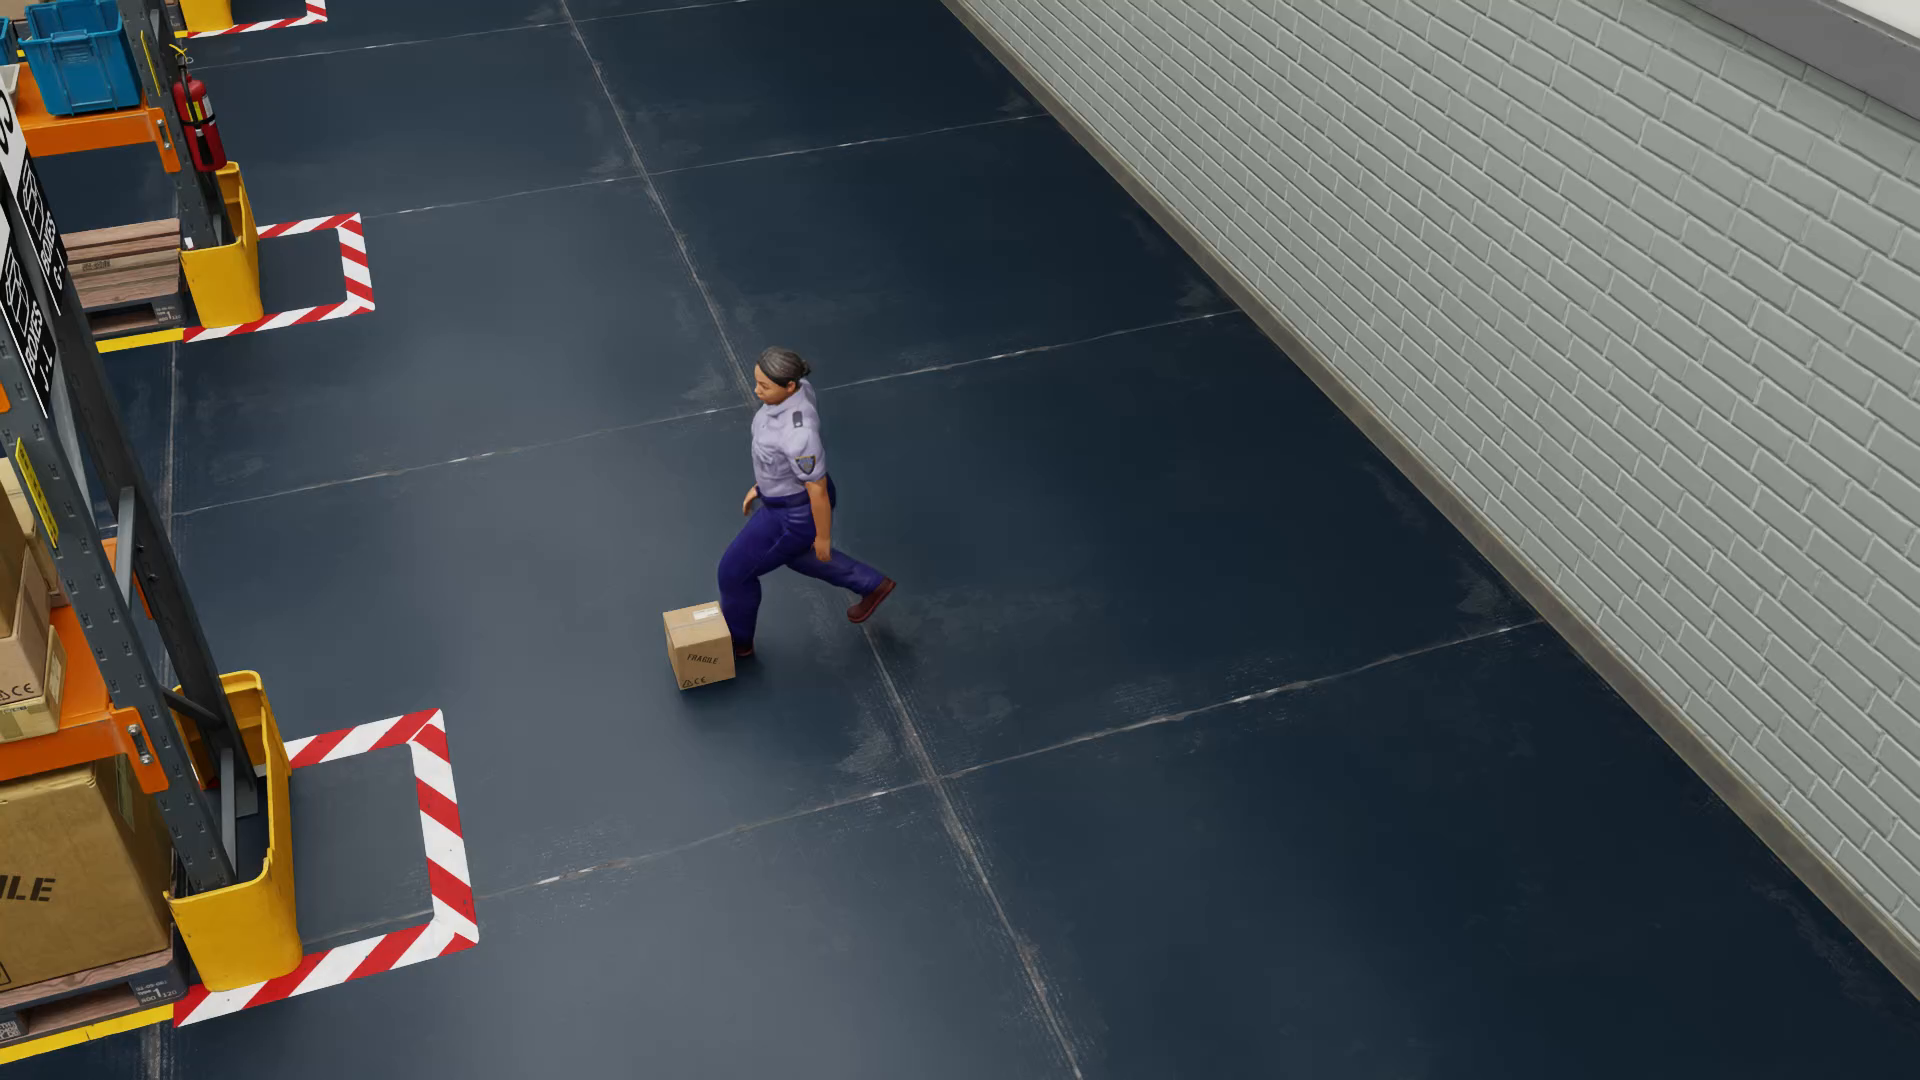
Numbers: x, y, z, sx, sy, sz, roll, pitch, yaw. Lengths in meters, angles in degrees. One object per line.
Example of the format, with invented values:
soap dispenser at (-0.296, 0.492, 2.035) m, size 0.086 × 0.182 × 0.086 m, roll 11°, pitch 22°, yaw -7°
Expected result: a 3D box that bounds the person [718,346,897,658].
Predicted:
person at (-0.751, -0.165, 7.059) m, size 0.943 × 1.555 × 0.467 m, roll -1°, pitch 38°, yaw -1°
